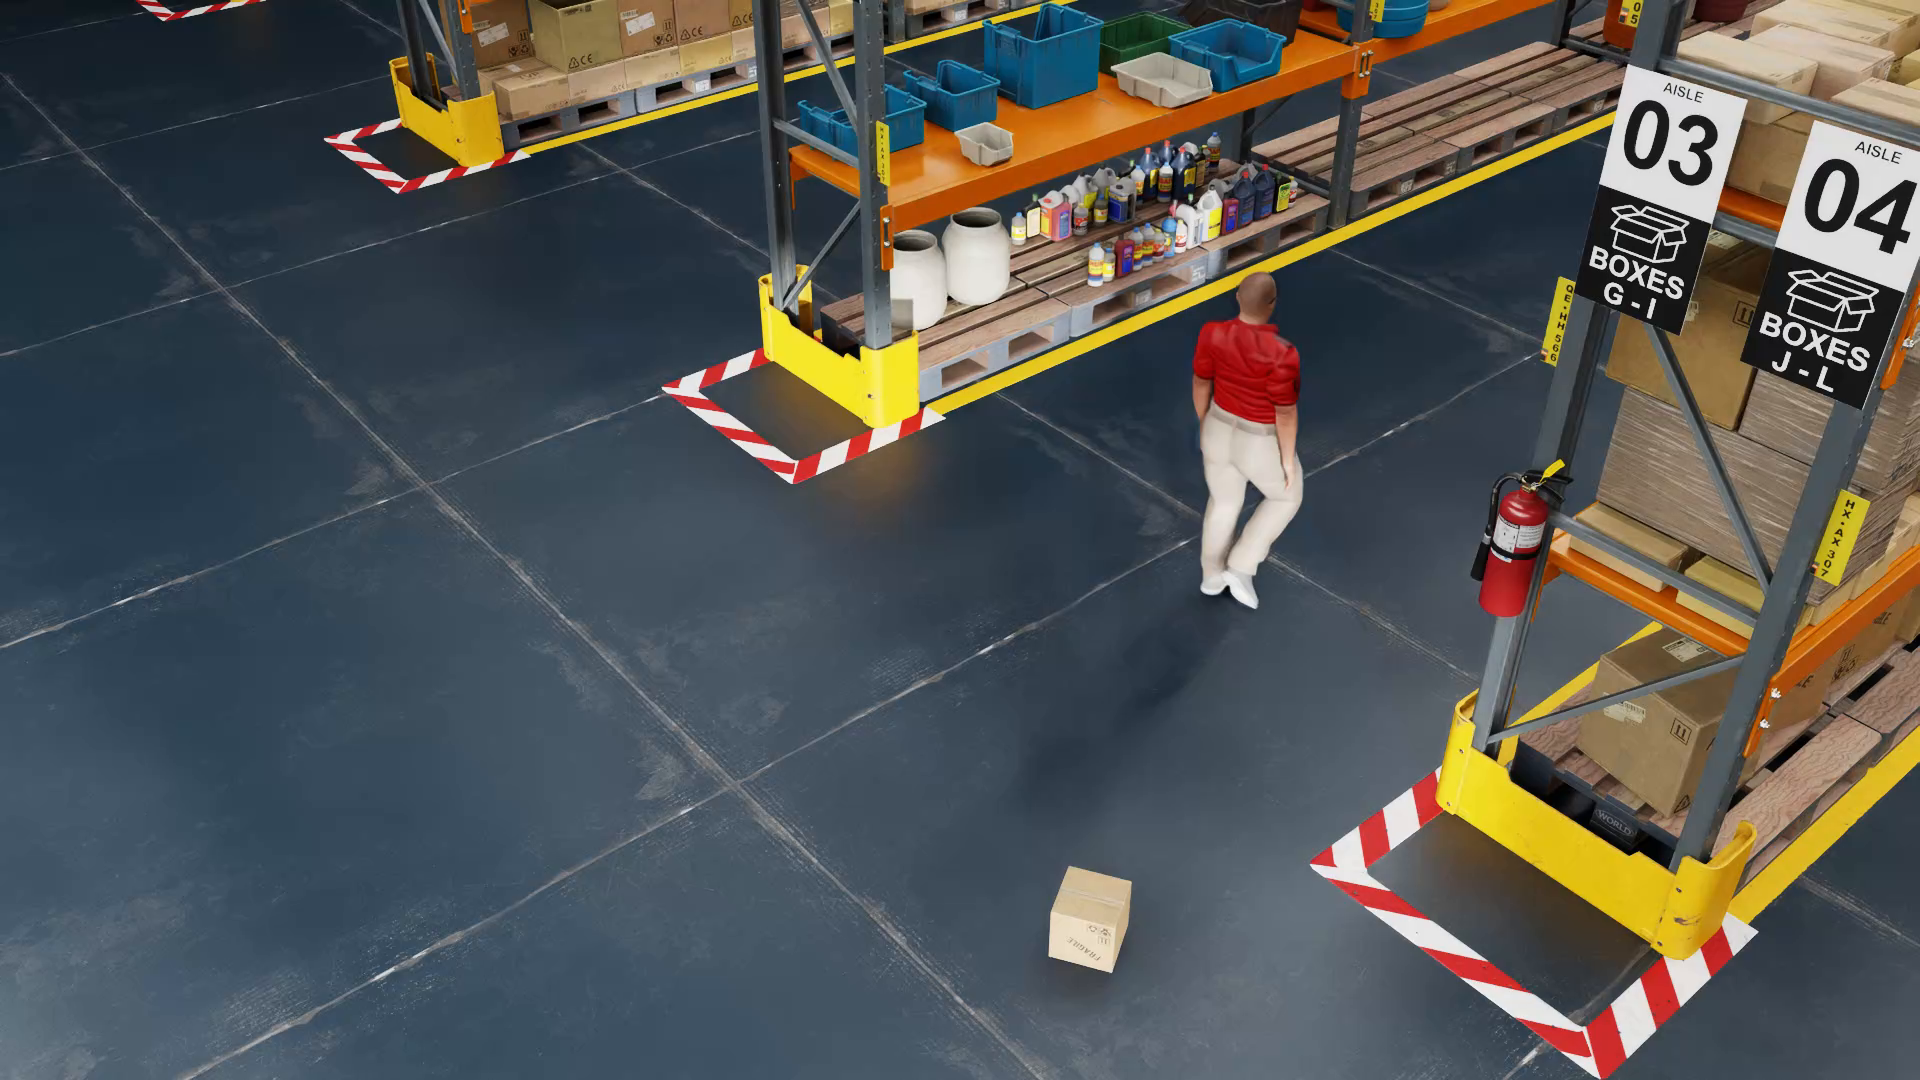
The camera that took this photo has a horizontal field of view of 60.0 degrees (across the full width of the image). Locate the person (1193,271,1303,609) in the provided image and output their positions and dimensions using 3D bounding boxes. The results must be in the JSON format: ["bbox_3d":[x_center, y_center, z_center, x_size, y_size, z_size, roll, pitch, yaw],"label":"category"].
[{"bbox_3d":[1.331,-0.460,7.700,0.564,1.737,0.475,24,42,30],"label":"person"}]
